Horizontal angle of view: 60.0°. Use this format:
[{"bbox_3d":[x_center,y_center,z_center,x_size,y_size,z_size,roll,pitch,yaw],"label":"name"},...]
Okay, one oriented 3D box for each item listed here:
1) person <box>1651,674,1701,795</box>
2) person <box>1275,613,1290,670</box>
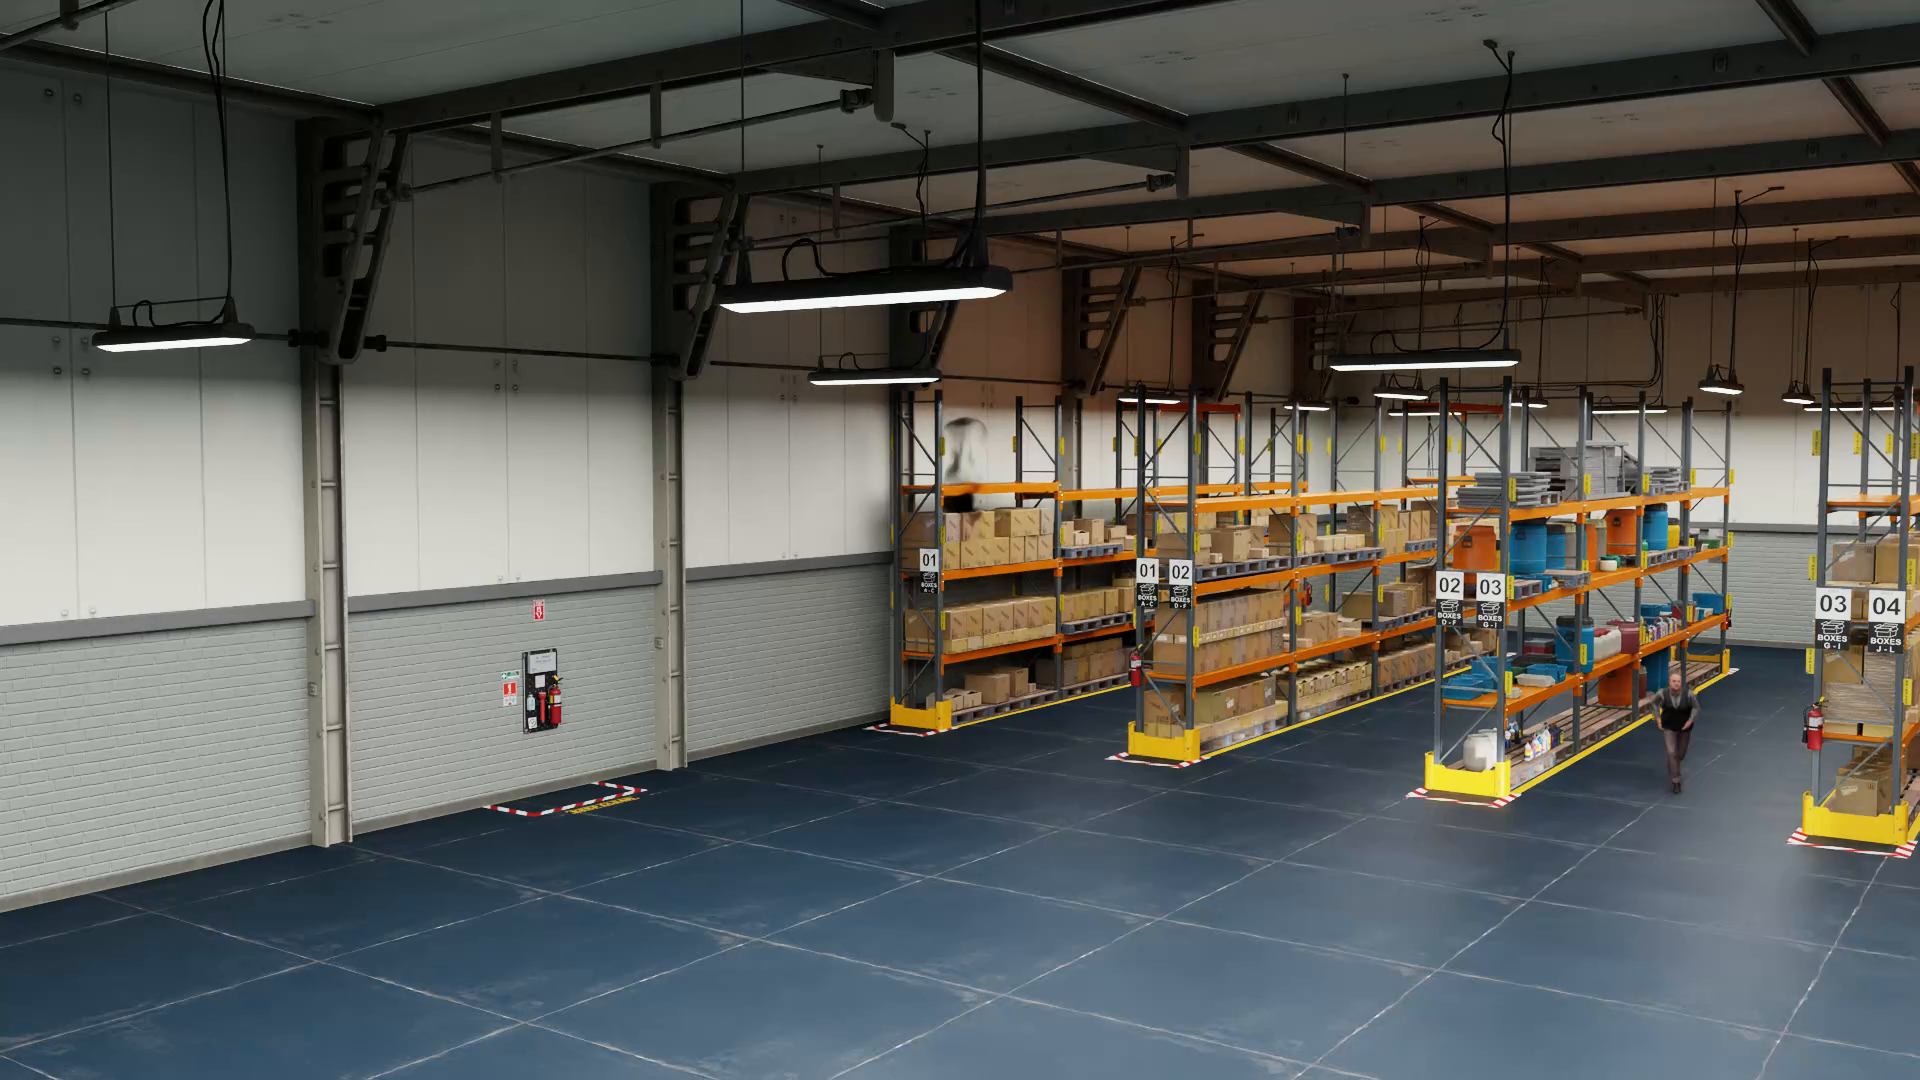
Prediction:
[{"bbox_3d":[10.480,2.795,24.382,0.660,1.718,1.061,1,3,16],"label":"person"},{"bbox_3d":[6.607,2.134,34.512,0.657,1.776,0.968,2,4,30],"label":"person"}]
